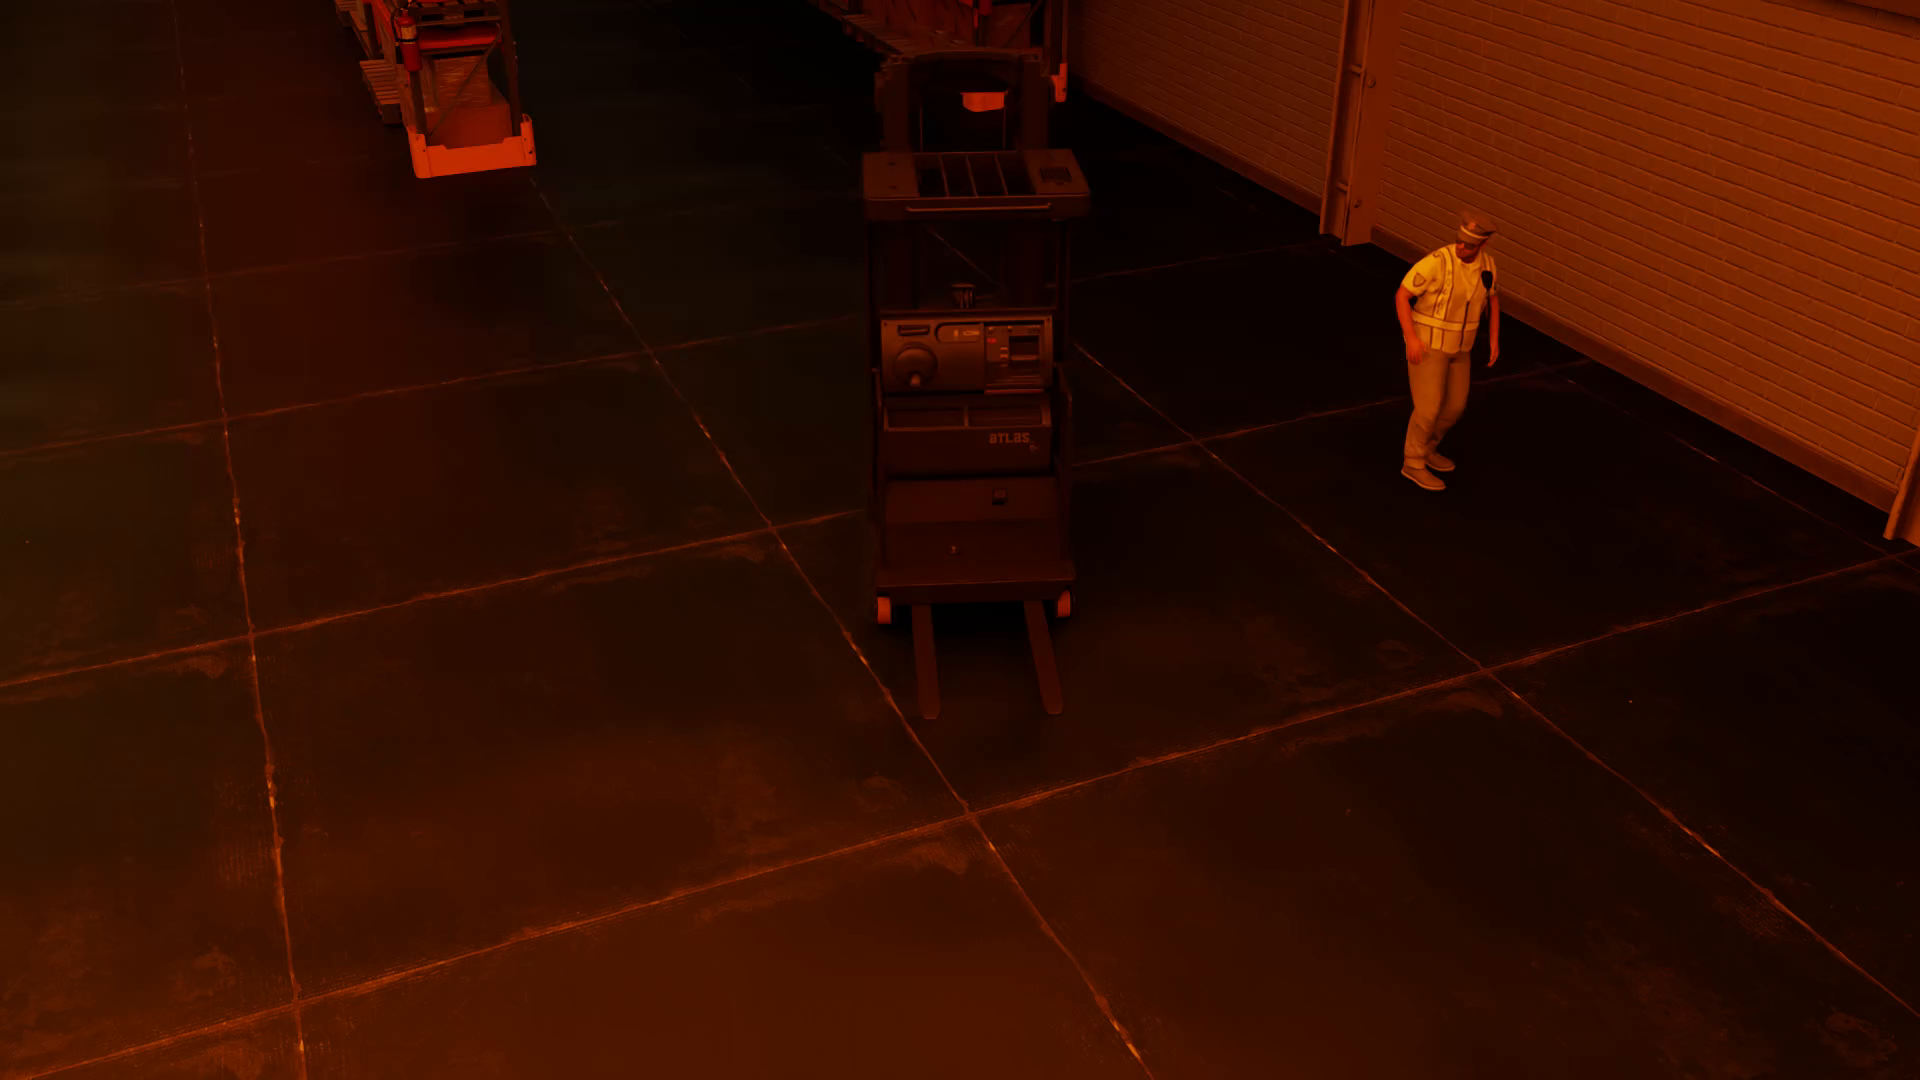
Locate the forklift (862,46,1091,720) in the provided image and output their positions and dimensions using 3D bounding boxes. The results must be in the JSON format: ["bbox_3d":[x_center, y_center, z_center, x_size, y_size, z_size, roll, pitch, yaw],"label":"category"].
[{"bbox_3d":[0.057,-0.968,8.813,1.130,2.935,3.031,-2,30,-4],"label":"forklift"}]

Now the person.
[{"bbox_3d":[3.099,-1.205,10.437,0.737,1.735,0.531,-15,33,-24],"label":"person"}]
